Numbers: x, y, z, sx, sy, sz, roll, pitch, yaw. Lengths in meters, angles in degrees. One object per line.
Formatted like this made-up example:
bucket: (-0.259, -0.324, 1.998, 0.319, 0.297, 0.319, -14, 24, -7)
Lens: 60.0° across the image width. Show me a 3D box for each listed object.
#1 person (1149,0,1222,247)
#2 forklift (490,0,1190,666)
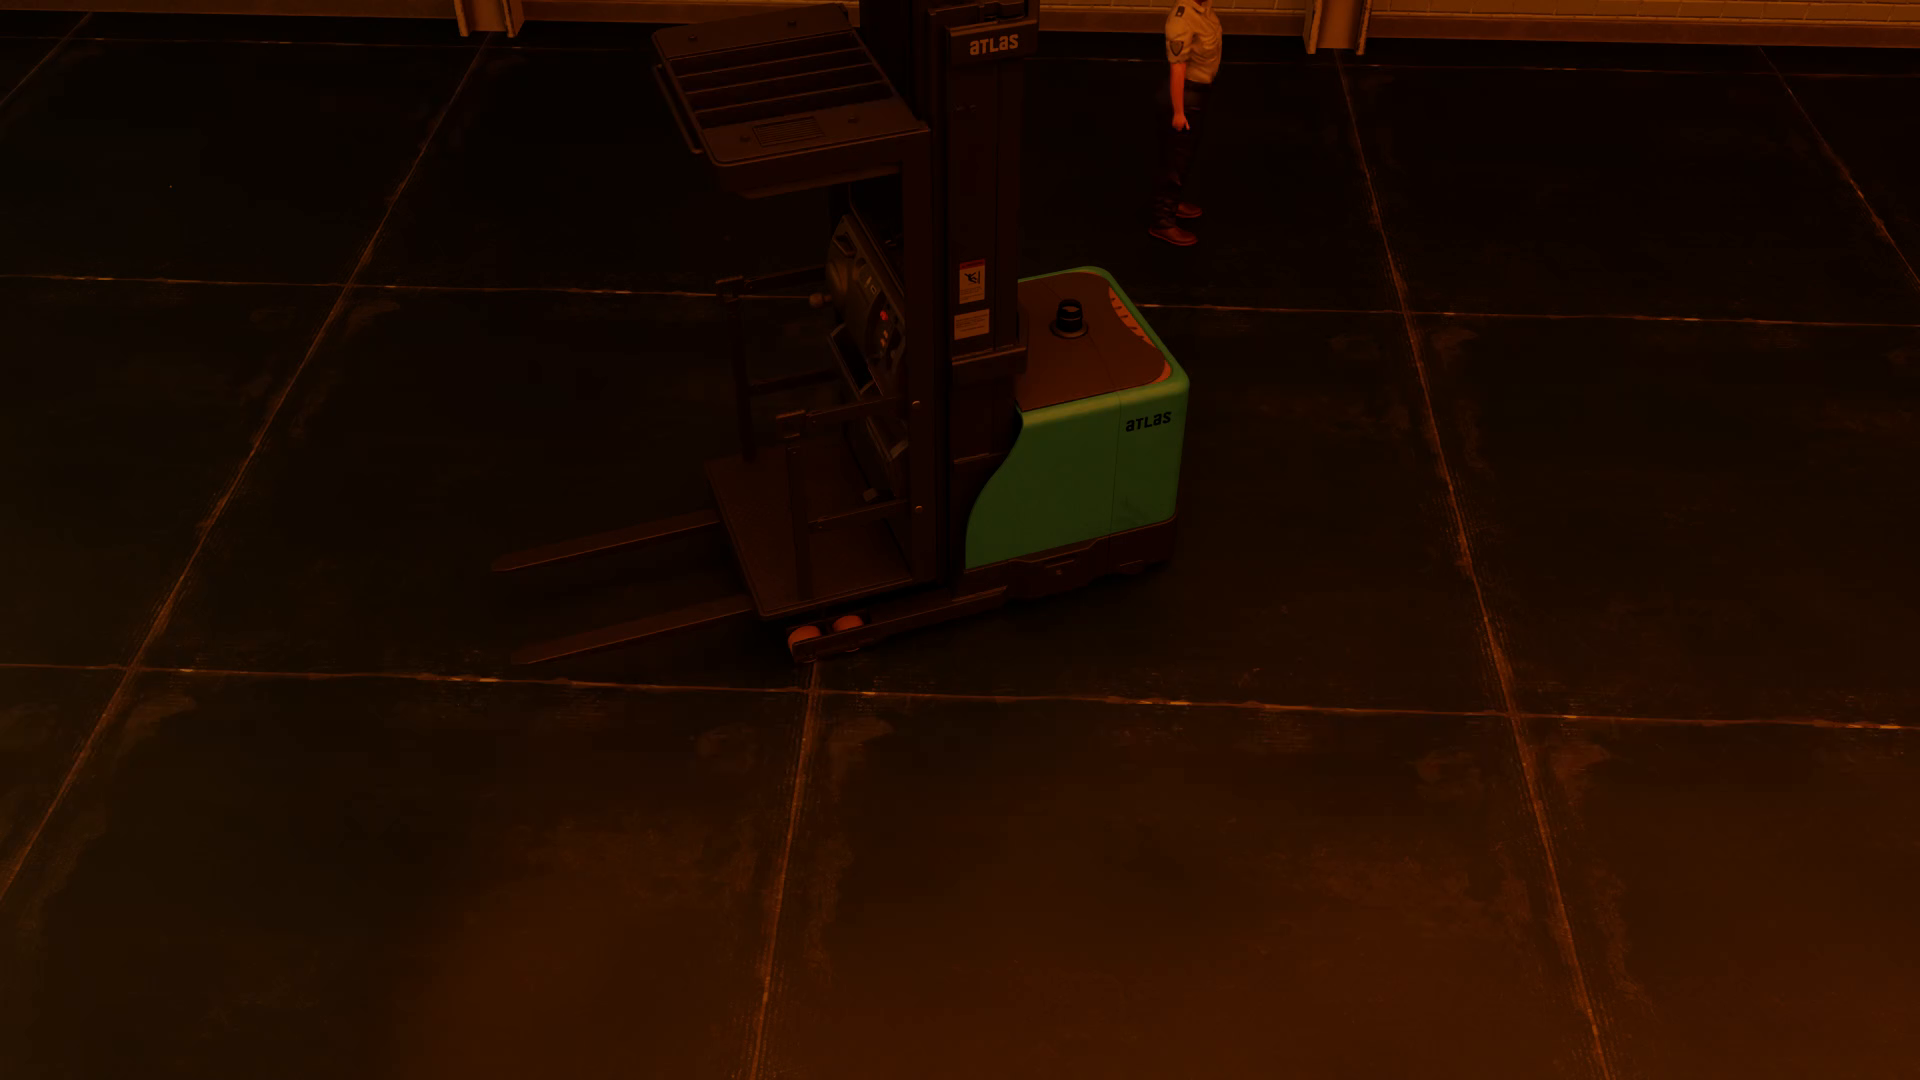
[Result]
person: (1.279, -2.507, 9.443, 0.348, 1.653, 0.479, 10, 43, 11)
forklift: (-0.573, -0.945, 6.778, 3.031, 2.935, 1.130, -13, 44, -14)
